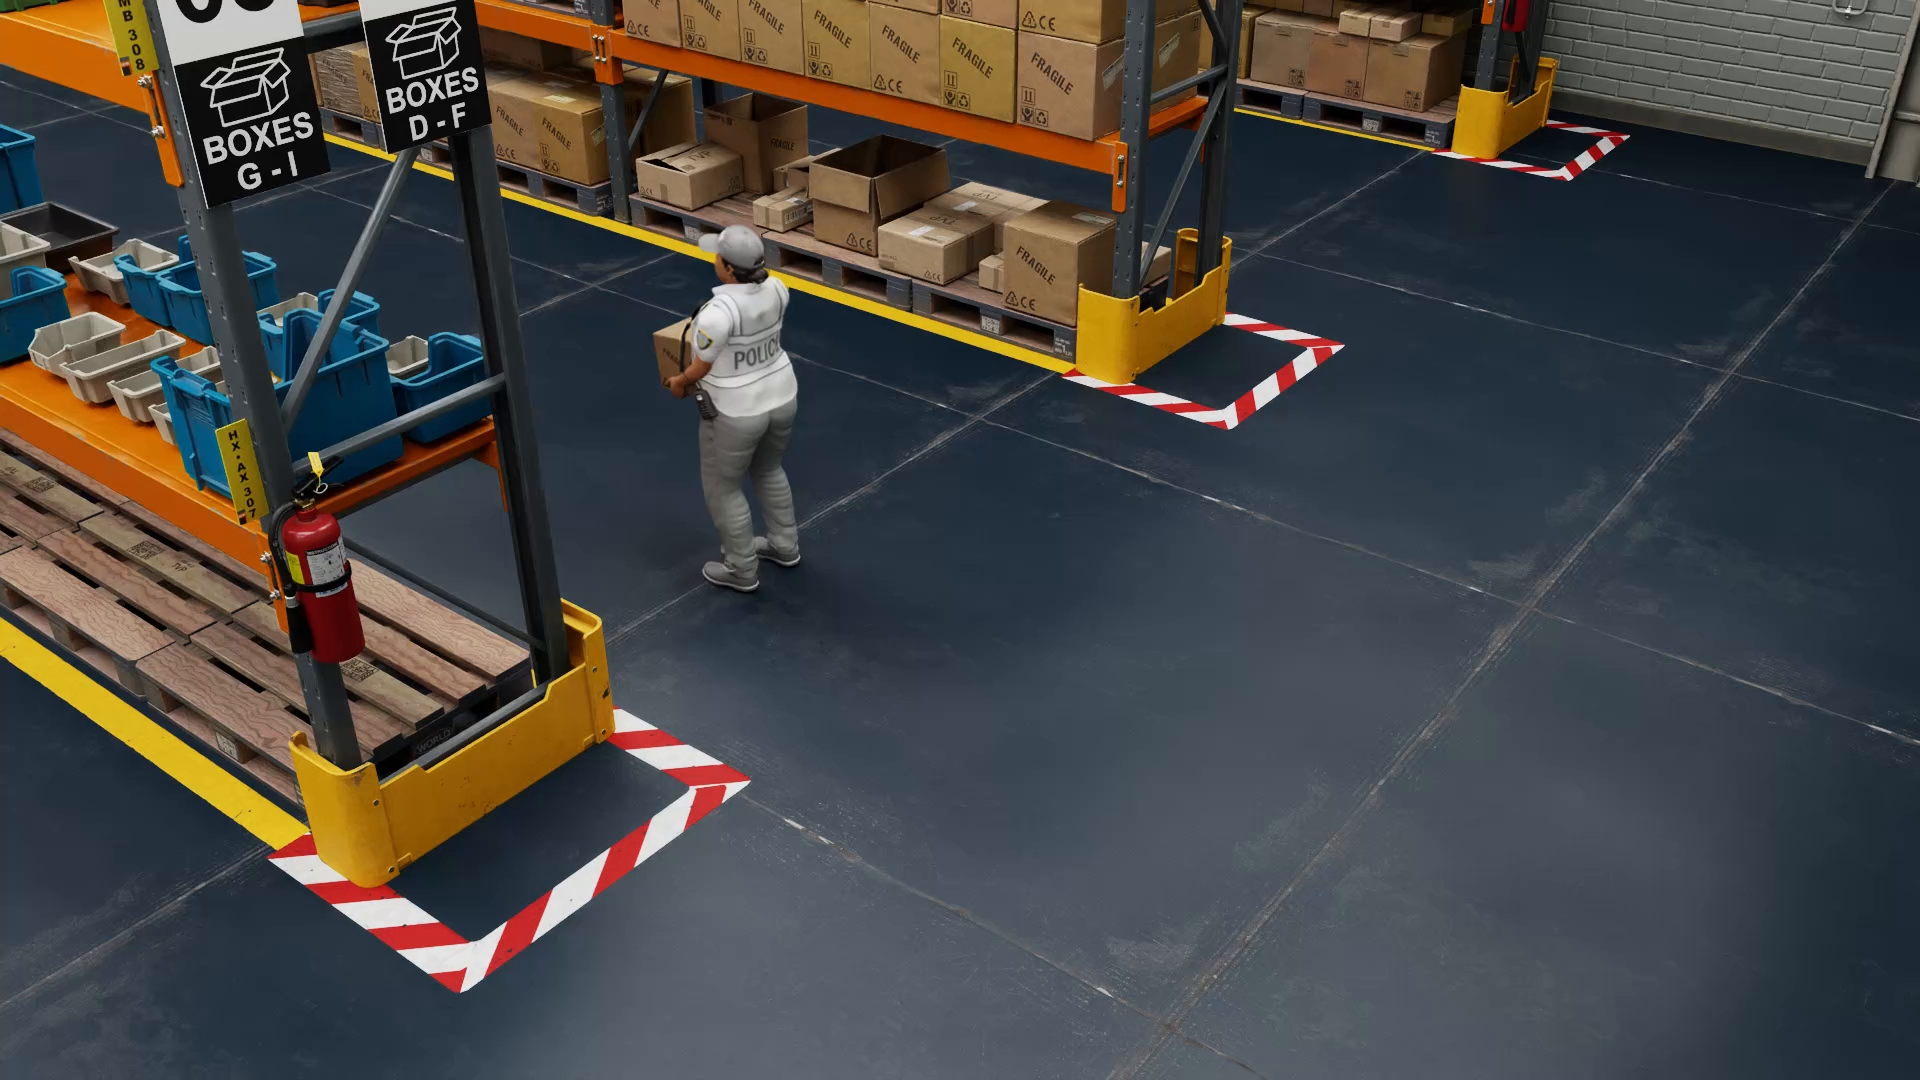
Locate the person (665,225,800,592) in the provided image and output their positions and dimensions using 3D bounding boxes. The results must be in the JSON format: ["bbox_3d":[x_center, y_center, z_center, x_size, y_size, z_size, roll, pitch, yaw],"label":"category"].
[{"bbox_3d":[-0.973,-0.582,7.105,0.535,1.653,0.453,21,37,31],"label":"person"}]
